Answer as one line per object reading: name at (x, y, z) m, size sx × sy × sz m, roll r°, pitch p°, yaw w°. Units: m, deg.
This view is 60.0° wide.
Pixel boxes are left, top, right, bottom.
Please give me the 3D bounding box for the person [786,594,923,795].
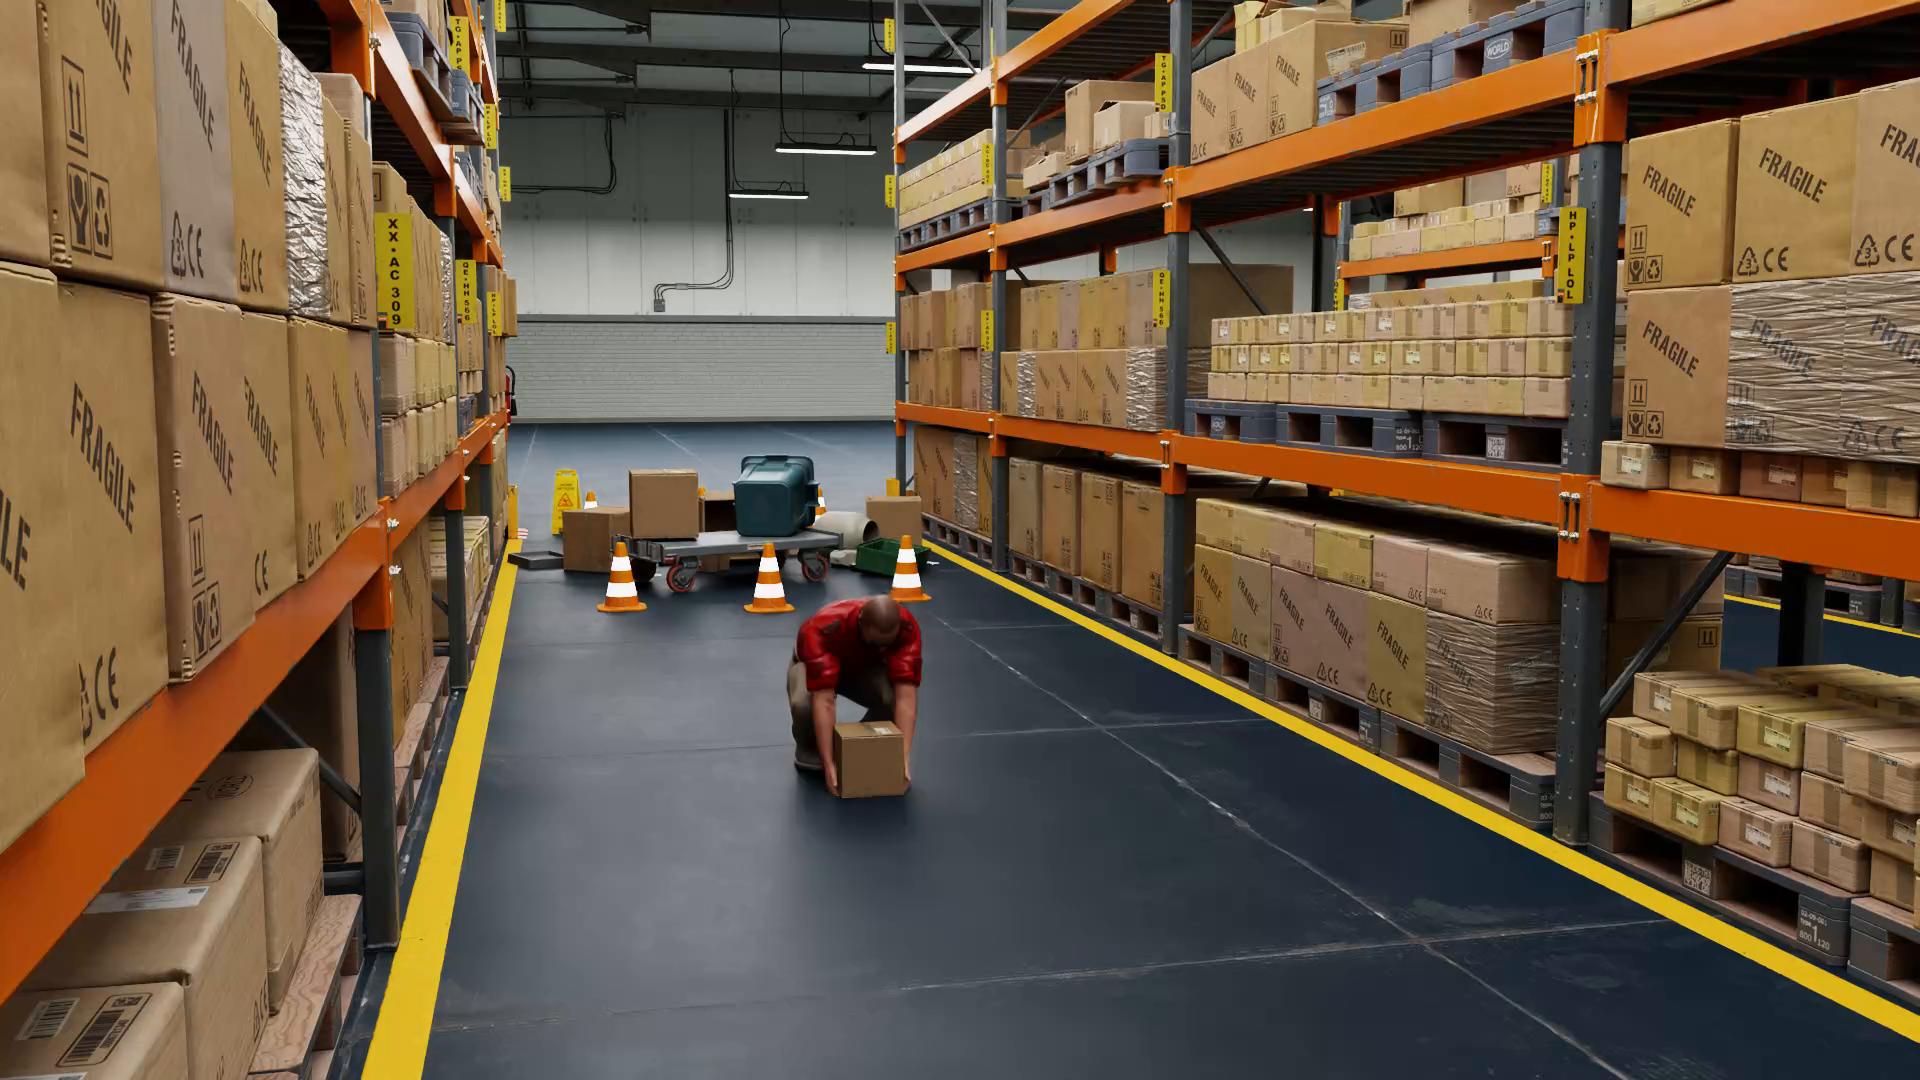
person at (-0.457, 0.609, 6.989) m, size 0.545 × 0.855 × 0.881 m, roll -2°, pitch 6°, yaw -14°
